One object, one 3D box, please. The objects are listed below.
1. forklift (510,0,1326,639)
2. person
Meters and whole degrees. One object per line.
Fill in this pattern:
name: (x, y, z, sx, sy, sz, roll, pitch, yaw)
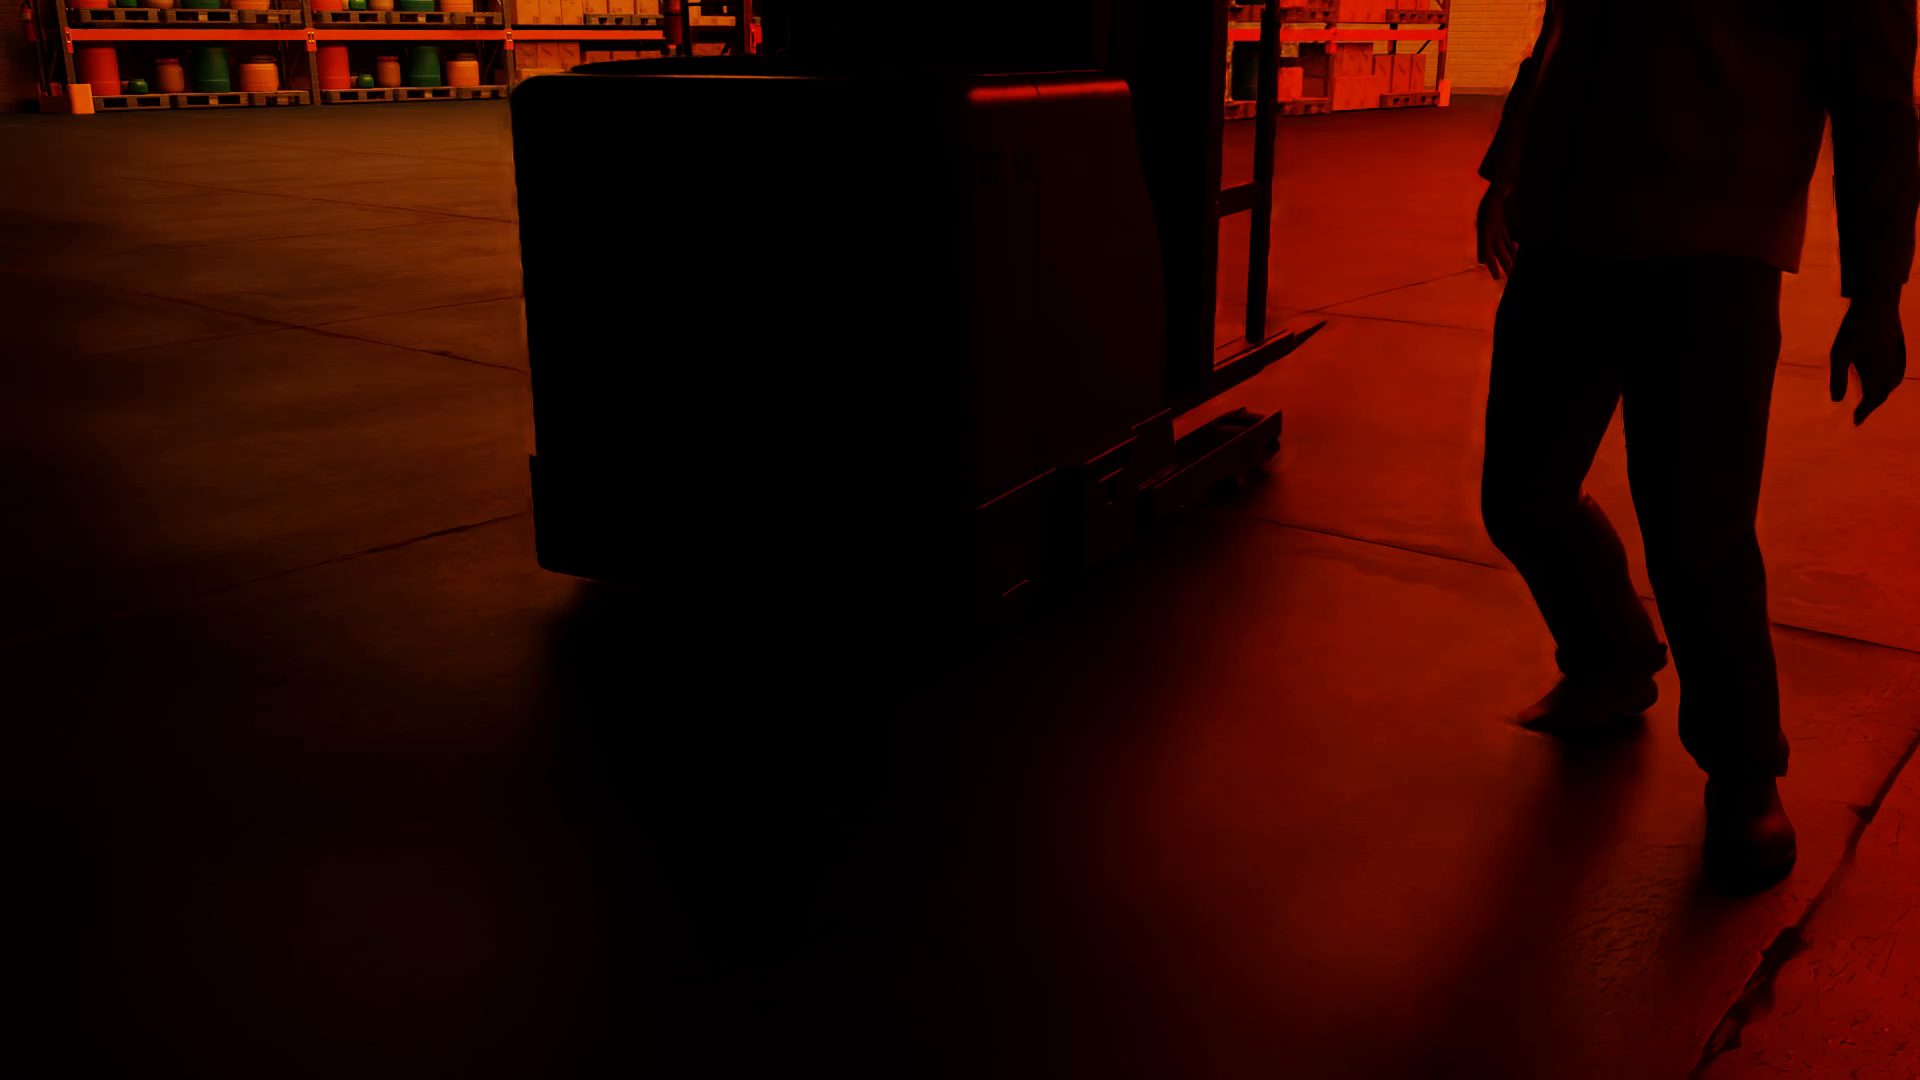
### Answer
forklift: (0.234, -1.597, 4.158, 1.130, 2.935, 3.031, 9, 19, 27)
person: (1.062, -0.437, 2.528, 0.486, 1.745, 0.854, -7, 18, -23)
